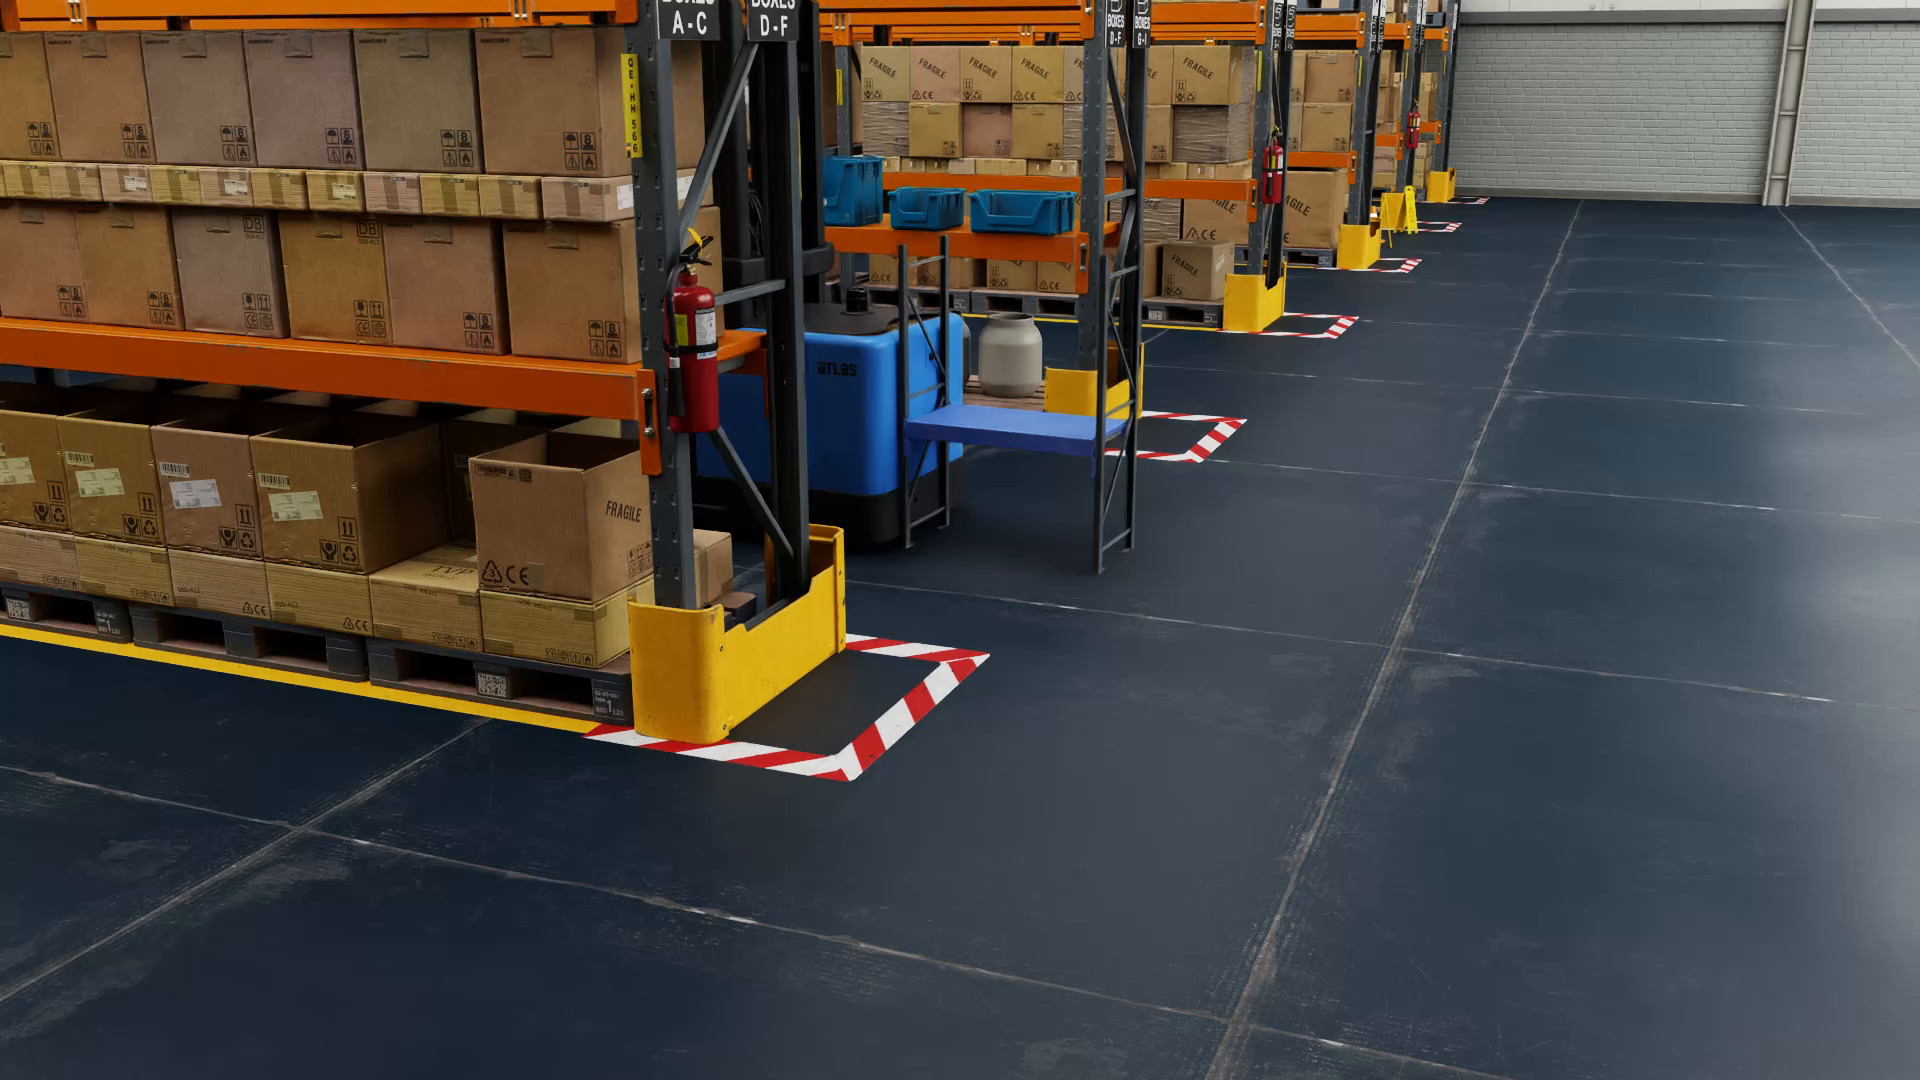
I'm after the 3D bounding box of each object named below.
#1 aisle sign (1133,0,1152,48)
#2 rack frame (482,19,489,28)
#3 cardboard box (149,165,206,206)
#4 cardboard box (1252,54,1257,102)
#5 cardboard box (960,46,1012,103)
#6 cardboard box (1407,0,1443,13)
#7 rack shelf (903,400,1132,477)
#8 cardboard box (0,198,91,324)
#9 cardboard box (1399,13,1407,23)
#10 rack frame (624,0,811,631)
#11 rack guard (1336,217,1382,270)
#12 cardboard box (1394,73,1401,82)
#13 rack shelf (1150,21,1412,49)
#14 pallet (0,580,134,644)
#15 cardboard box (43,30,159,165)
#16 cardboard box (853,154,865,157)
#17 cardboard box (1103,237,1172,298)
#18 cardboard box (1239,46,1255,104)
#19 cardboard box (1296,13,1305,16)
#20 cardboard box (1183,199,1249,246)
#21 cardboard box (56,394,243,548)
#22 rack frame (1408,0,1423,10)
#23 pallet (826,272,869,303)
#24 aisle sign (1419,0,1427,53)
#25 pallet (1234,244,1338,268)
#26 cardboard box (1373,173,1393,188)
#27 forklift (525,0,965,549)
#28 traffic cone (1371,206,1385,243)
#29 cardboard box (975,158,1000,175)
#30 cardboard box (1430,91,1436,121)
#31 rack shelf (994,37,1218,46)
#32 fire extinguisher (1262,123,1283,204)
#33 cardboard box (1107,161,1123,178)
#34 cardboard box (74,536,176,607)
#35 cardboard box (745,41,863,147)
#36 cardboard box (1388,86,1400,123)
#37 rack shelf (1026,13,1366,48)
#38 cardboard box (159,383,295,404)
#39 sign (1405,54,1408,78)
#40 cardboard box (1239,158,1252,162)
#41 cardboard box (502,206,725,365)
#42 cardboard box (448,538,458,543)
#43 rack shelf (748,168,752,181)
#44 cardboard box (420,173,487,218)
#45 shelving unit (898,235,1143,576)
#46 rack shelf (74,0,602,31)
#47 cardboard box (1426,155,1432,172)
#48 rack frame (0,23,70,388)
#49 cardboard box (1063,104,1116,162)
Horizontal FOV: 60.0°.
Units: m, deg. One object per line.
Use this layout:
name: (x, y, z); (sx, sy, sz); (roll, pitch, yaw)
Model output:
aisle sign: (1.144, -3.479, 10.368); (0.004, 0.787, 0.394); (6, 17, 21)
rack frame: (-4.655, -4.264, 17.738); (0.127, 3.000, 1.000); (6, 17, 21)
cardboard box: (-2.951, -1.411, 6.565); (0.250, 0.149, 0.380); (6, 17, 20)
cardboard box: (3.354, -5.486, 19.739); (0.550, 0.550, 0.875); (6, 17, 21)
cardboard box: (0.322, -4.312, 15.397); (0.500, 0.500, 0.500); (6, 17, 21)
cardboard box: (7.740, -9.024, 27.642); (0.500, 0.500, 0.500); (7, 18, 22)
rack shelf: (0.286, -0.504, 8.120); (1.000, 0.185, 0.538); (7, 18, 24)
cardboard box: (-3.664, -1.238, 7.135); (0.500, 0.500, 0.700); (6, 17, 20)
cardboard box: (6.234, -7.454, 23.796); (0.250, 0.149, 0.380); (6, 17, 21)
rack frame: (-0.851, -0.877, 6.070); (0.127, 3.000, 1.000); (6, 17, 21)
rack guard: (4.723, -3.519, 19.655); (0.348, 0.500, 1.175); (6, 17, 21)
cardboard box: (7.336, -7.825, 28.127); (0.250, 0.149, 0.380); (7, 17, 22)
rack shelf: (4.563, -7.316, 24.159); (4.000, 0.370, 1.077); (6, 17, 21)
pallet: (-3.848, 0.145, 7.551); (1.213, 0.211, 1.003); (6, 17, 21)
cardboard box: (-3.221, -1.811, 6.780); (0.500, 0.500, 0.700); (6, 17, 21)
cardboard box: (-0.844, -3.635, 16.019); (0.250, 0.149, 0.380); (6, 17, 21)
cardboard box: (1.644, -2.568, 15.624); (0.500, 0.500, 0.500); (12, 20, 35)
cardboard box: (2.376, -4.244, 15.161); (0.500, 0.500, 0.500); (6, 17, 21)
cardboard box: (4.808, -7.438, 23.741); (0.250, 0.149, 0.380); (6, 17, 19)
cardboard box: (3.227, -4.045, 20.040); (0.875, 0.875, 0.875); (6, 17, 20)
cardboard box: (-3.325, -0.297, 6.905); (0.500, 0.500, 0.500); (6, 17, 21)
rack frame: (6.423, -8.897, 22.936); (0.127, 3.000, 1.000); (6, 17, 21)
pallet: (-1.659, -2.595, 16.990); (1.213, 0.211, 1.003); (6, 17, 21)
aisle sign: (6.595, -7.339, 23.665); (0.004, 0.787, 0.394); (6, 17, 21)
pallet: (3.929, -3.444, 19.915); (1.213, 0.211, 1.003); (6, 17, 21)
cardboard box: (7.229, -6.205, 28.600); (0.500, 0.250, 0.500); (6, 17, 21)
forklift: (-1.530, -1.624, 8.765); (3.031, 2.935, 1.130); (7, 18, 24)
traffic cone: (5.459, -4.185, 22.014); (0.334, 0.463, 0.336); (6, 17, 21)
cardboard box: (0.328, -3.513, 15.601); (0.250, 0.149, 0.380); (6, 17, 21)
cardboard box: (7.882, -7.475, 28.617); (0.500, 0.500, 0.500); (7, 18, 22)
rack shelf: (2.660, -9.013, 30.004); (4.000, 0.370, 1.077); (6, 17, 21)
fire extinguisher: (2.725, -3.278, 14.478); (0.183, 0.674, 0.296); (6, 17, 21)
cardboard box: (1.518, -3.405, 15.228); (0.250, 0.149, 0.380); (6, 17, 21)
cardboard box: (-3.325, 0.063, 7.009); (0.500, 0.250, 0.500); (6, 17, 21)
cardboard box: (-1.622, -4.463, 16.591); (1.000, 1.000, 1.000); (6, 17, 21)
cardboard box: (6.084, -6.328, 24.132); (0.500, 0.500, 0.500); (6, 17, 20)
rack shelf: (2.841, -6.022, 19.701); (4.000, 0.370, 1.077); (6, 17, 21)
cardboard box: (-3.133, -0.433, 7.373); (0.500, 0.500, 0.500); (6, 17, 21)
sign: (6.201, -6.582, 23.078); (0.005, 0.325, 0.100); (6, 17, 21)
cardboard box: (2.610, -3.416, 15.267); (0.250, 0.149, 0.380); (6, 17, 21)
cardboard box: (-1.281, -0.976, 6.232); (0.500, 0.500, 0.700); (6, 17, 21)
cardboard box: (-2.200, 0.028, 7.132); (0.500, 0.250, 0.500); (6, 17, 21)
rack shelf: (-2.794, -3.714, 17.134); (4.000, 0.370, 1.077); (6, 17, 21)
cardboard box: (-1.758, -1.279, 6.111); (0.250, 0.149, 0.380); (6, 17, 20)
shelving unit: (0.286, -0.677, 8.069); (1.048, 1.500, 0.538); (7, 18, 24)
rack shelf: (-4.612, -3.870, 12.291); (4.000, 0.370, 1.077); (6, 17, 21)
cardboard box: (7.880, -6.527, 28.814); (0.500, 0.250, 0.500); (7, 17, 22)
rack frame: (-4.572, -1.286, 7.480); (0.127, 3.000, 1.000); (6, 17, 21)
cardboard box: (1.327, -3.783, 15.366); (0.500, 0.500, 0.875); (6, 17, 21)
